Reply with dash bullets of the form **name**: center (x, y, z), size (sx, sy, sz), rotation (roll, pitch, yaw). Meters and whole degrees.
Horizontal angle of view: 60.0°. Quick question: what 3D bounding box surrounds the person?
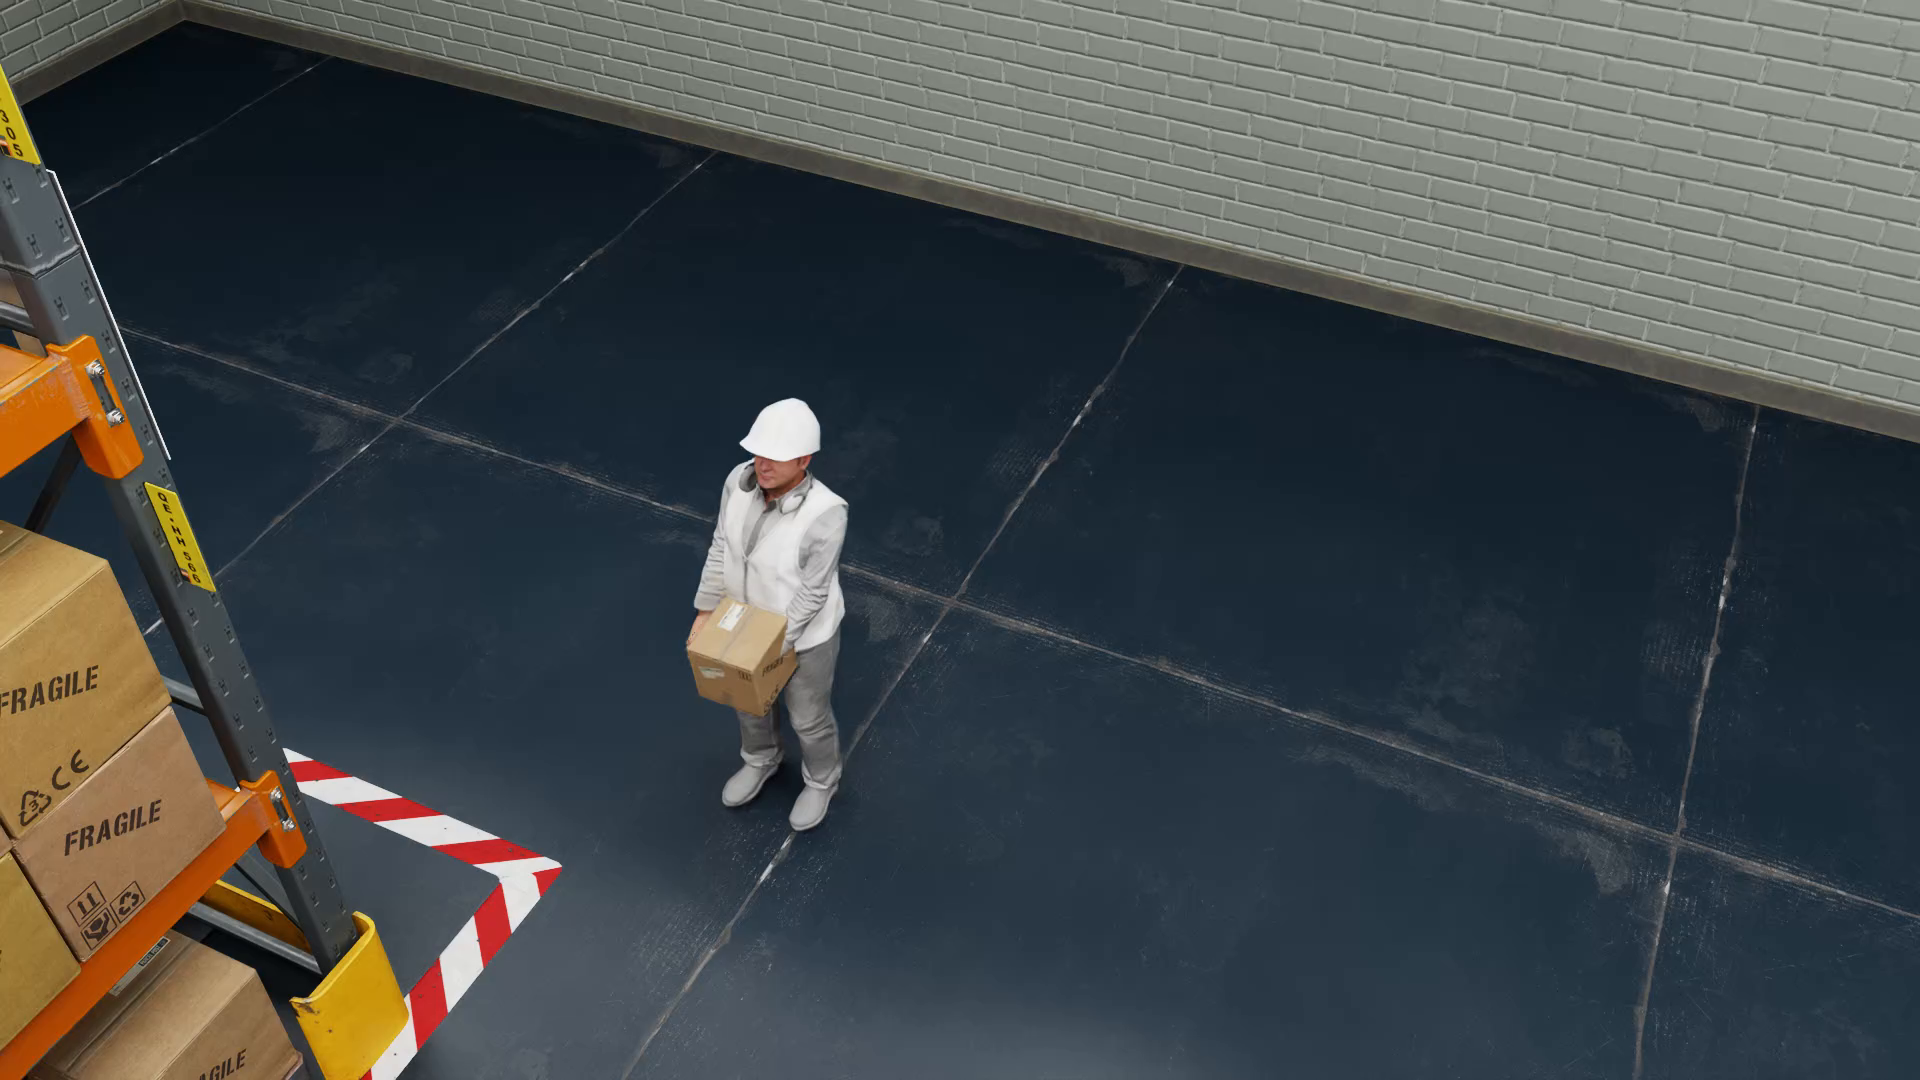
- **person**: center (-0.659, 0.314, 5.786), size (0.501, 1.775, 0.545), rotation (26, 48, 27)
